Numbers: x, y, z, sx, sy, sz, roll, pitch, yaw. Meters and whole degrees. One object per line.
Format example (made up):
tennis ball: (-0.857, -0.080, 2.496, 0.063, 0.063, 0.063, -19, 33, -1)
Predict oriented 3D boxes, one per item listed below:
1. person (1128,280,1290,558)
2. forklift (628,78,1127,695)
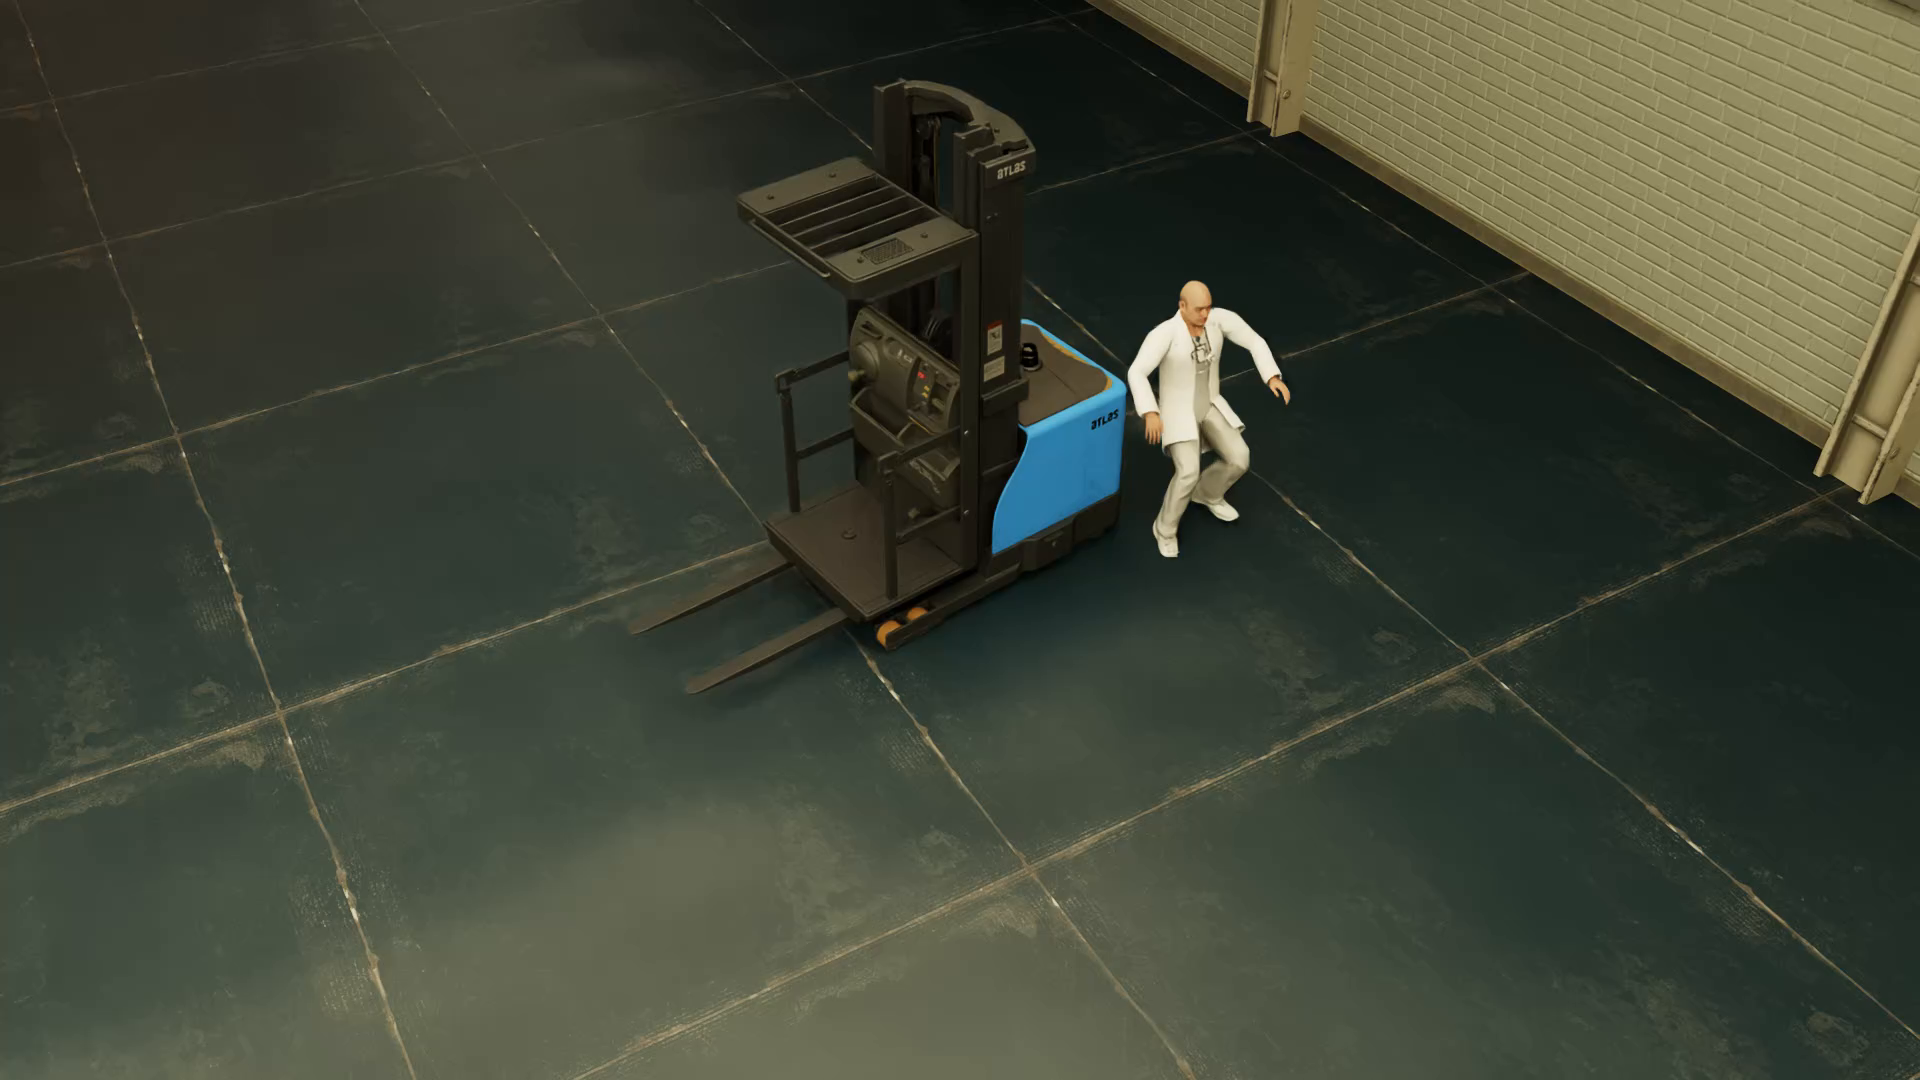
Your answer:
person: (1.442, -0.736, 10.049, 0.990, 1.633, 0.724, -19, 43, -22)
forklift: (-0.478, -0.883, 9.101, 3.031, 2.935, 1.130, -26, 46, -28)
